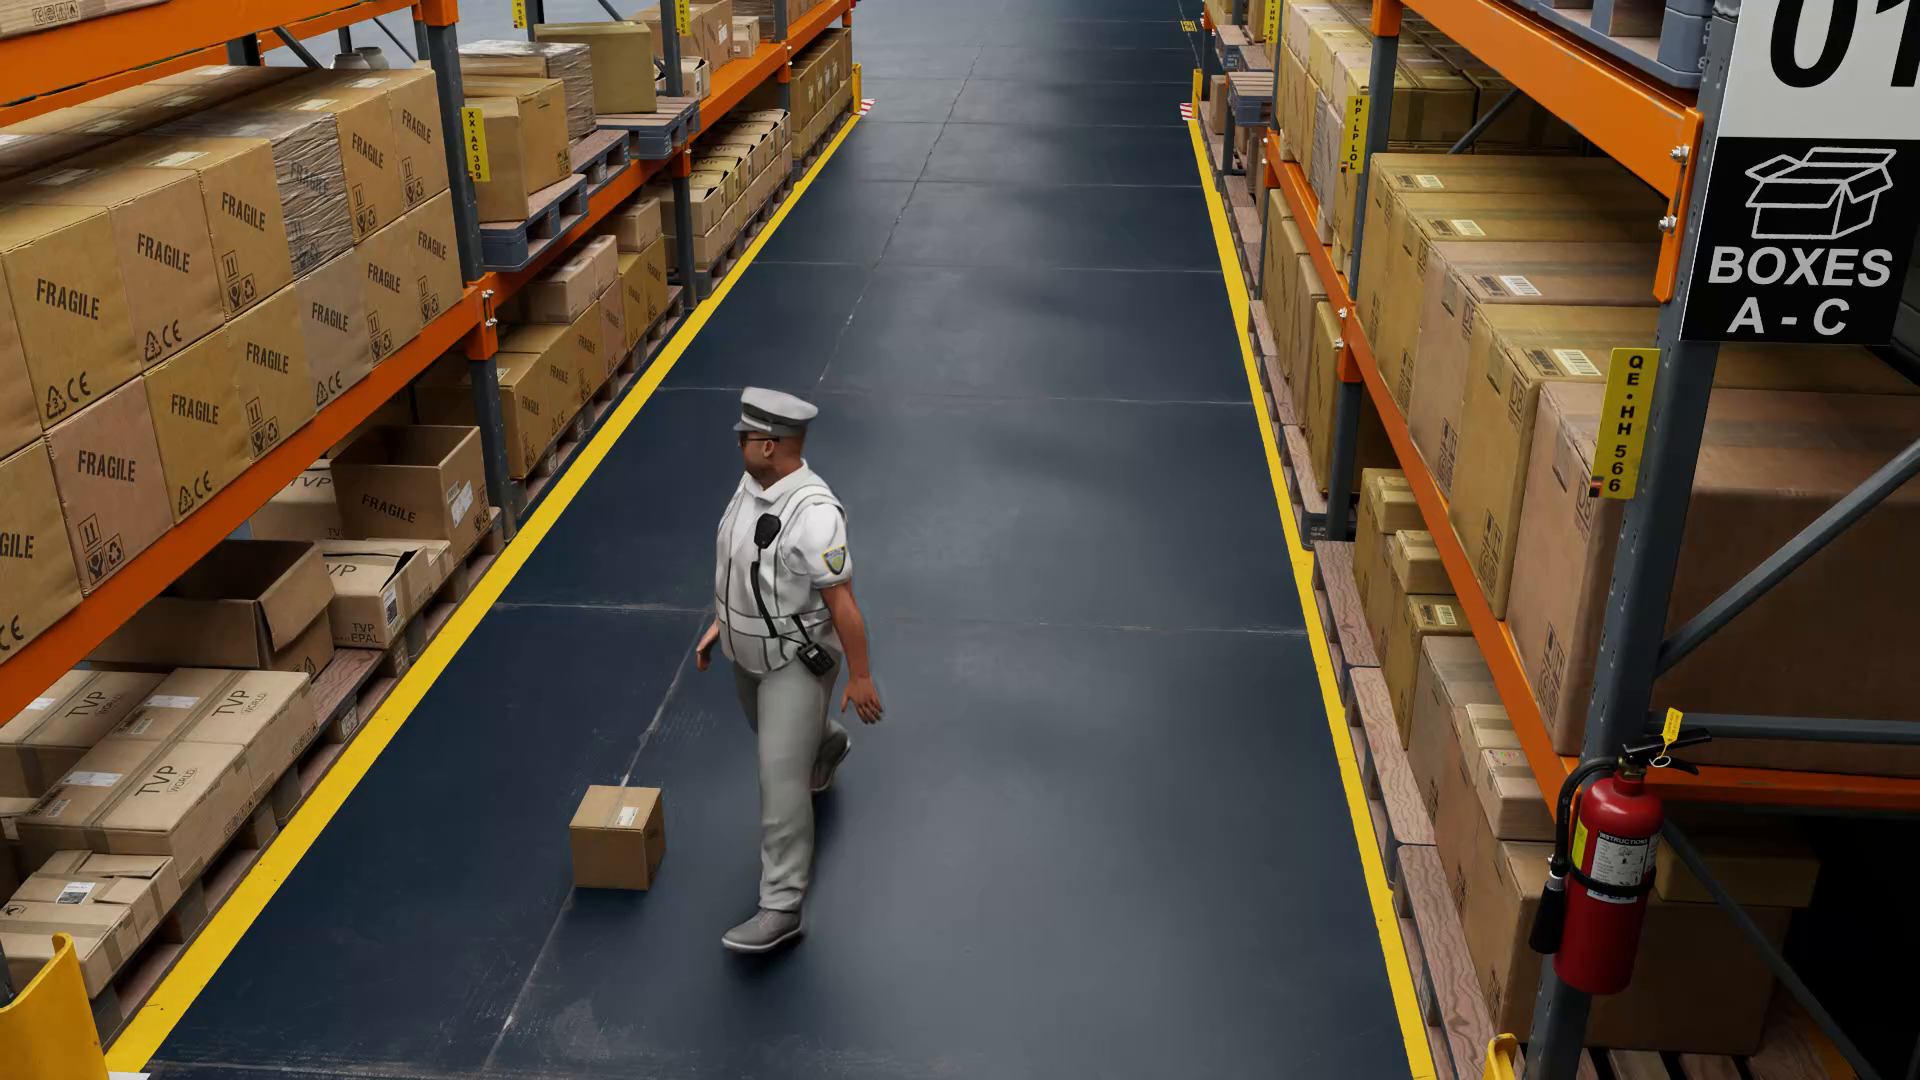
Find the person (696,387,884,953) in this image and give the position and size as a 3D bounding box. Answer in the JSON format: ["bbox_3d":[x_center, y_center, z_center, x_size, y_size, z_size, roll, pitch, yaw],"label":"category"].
[{"bbox_3d":[-0.572,0.347,5.382,1.000,1.695,0.814,-19,31,-36],"label":"person"}]
